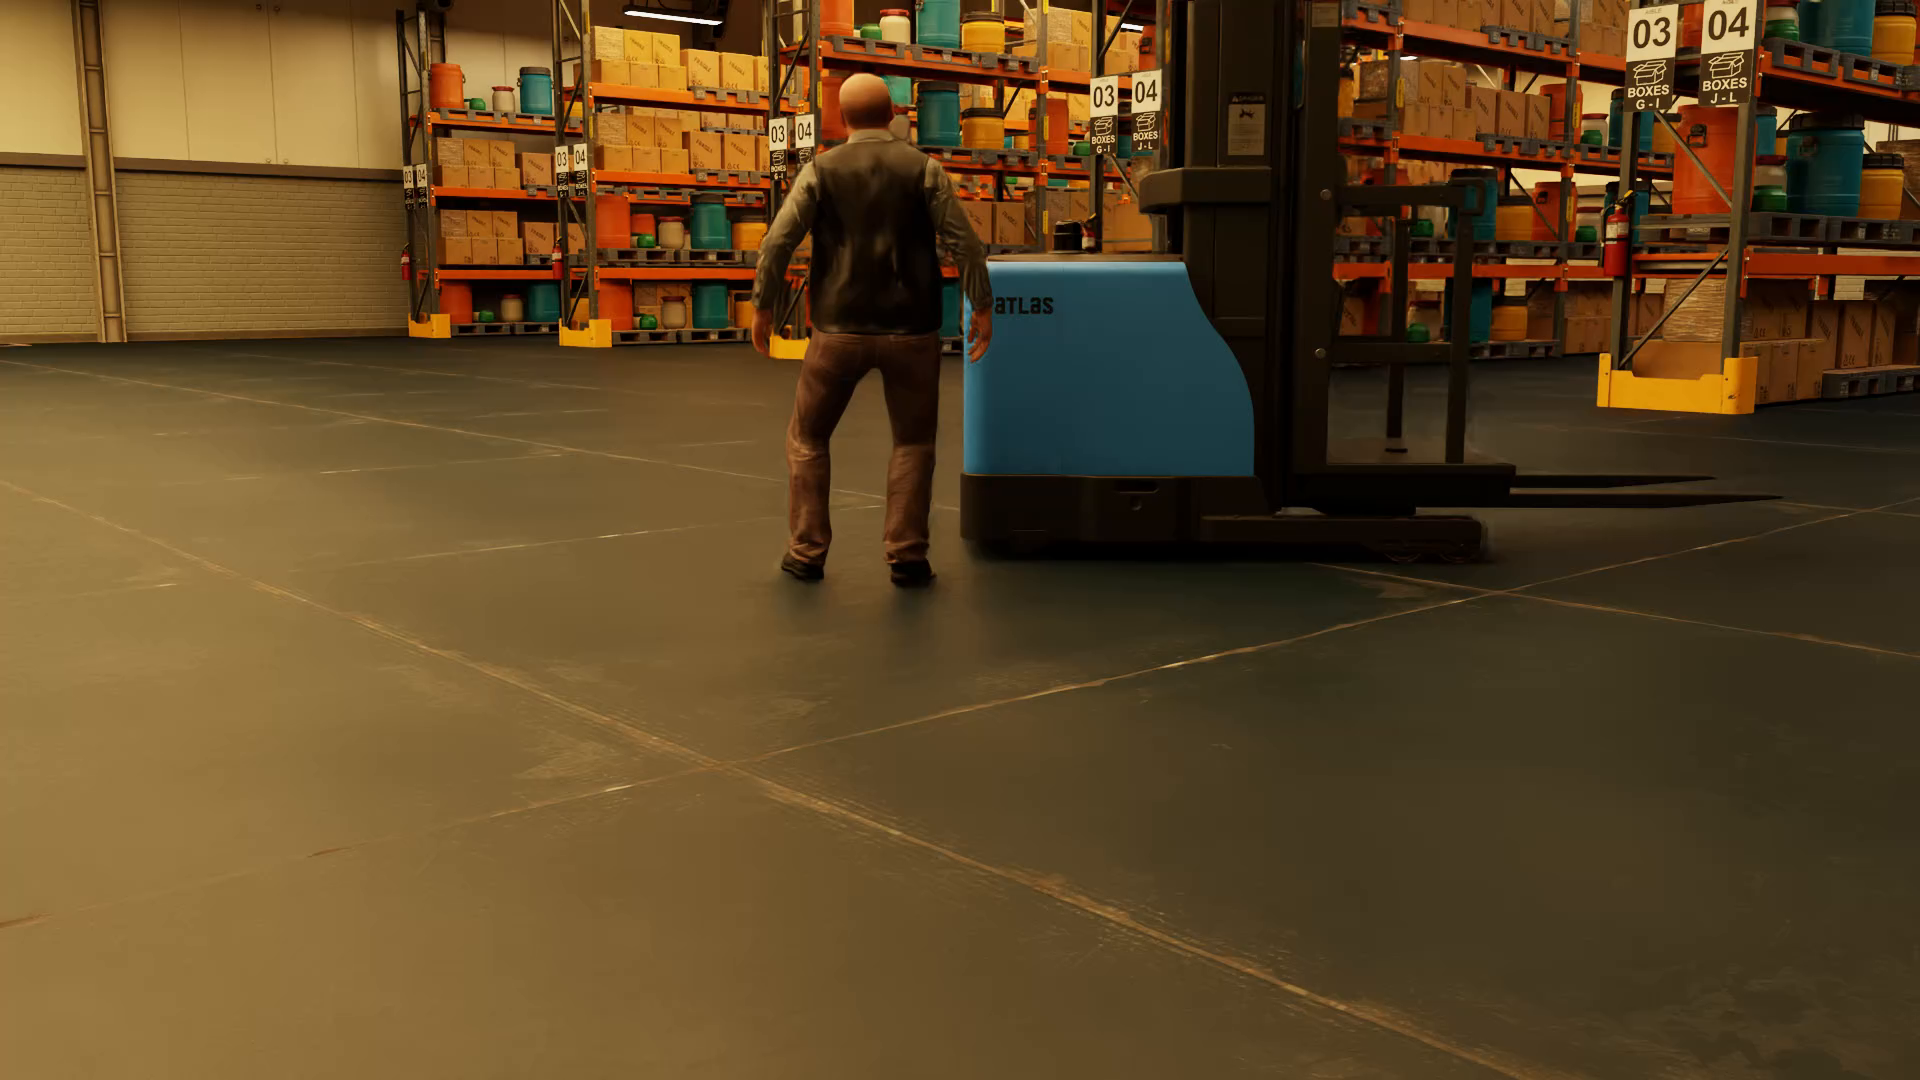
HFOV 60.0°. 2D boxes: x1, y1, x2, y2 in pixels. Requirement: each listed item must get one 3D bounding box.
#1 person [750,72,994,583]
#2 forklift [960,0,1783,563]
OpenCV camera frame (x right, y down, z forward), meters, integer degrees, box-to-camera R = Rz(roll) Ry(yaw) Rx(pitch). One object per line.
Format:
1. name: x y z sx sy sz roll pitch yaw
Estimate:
1. person: -0.296 -0.698 5.591 0.814 1.688 0.482 0 9 -3
2. forklift: 1.531 -1.447 6.309 3.031 2.935 1.130 0 9 2
